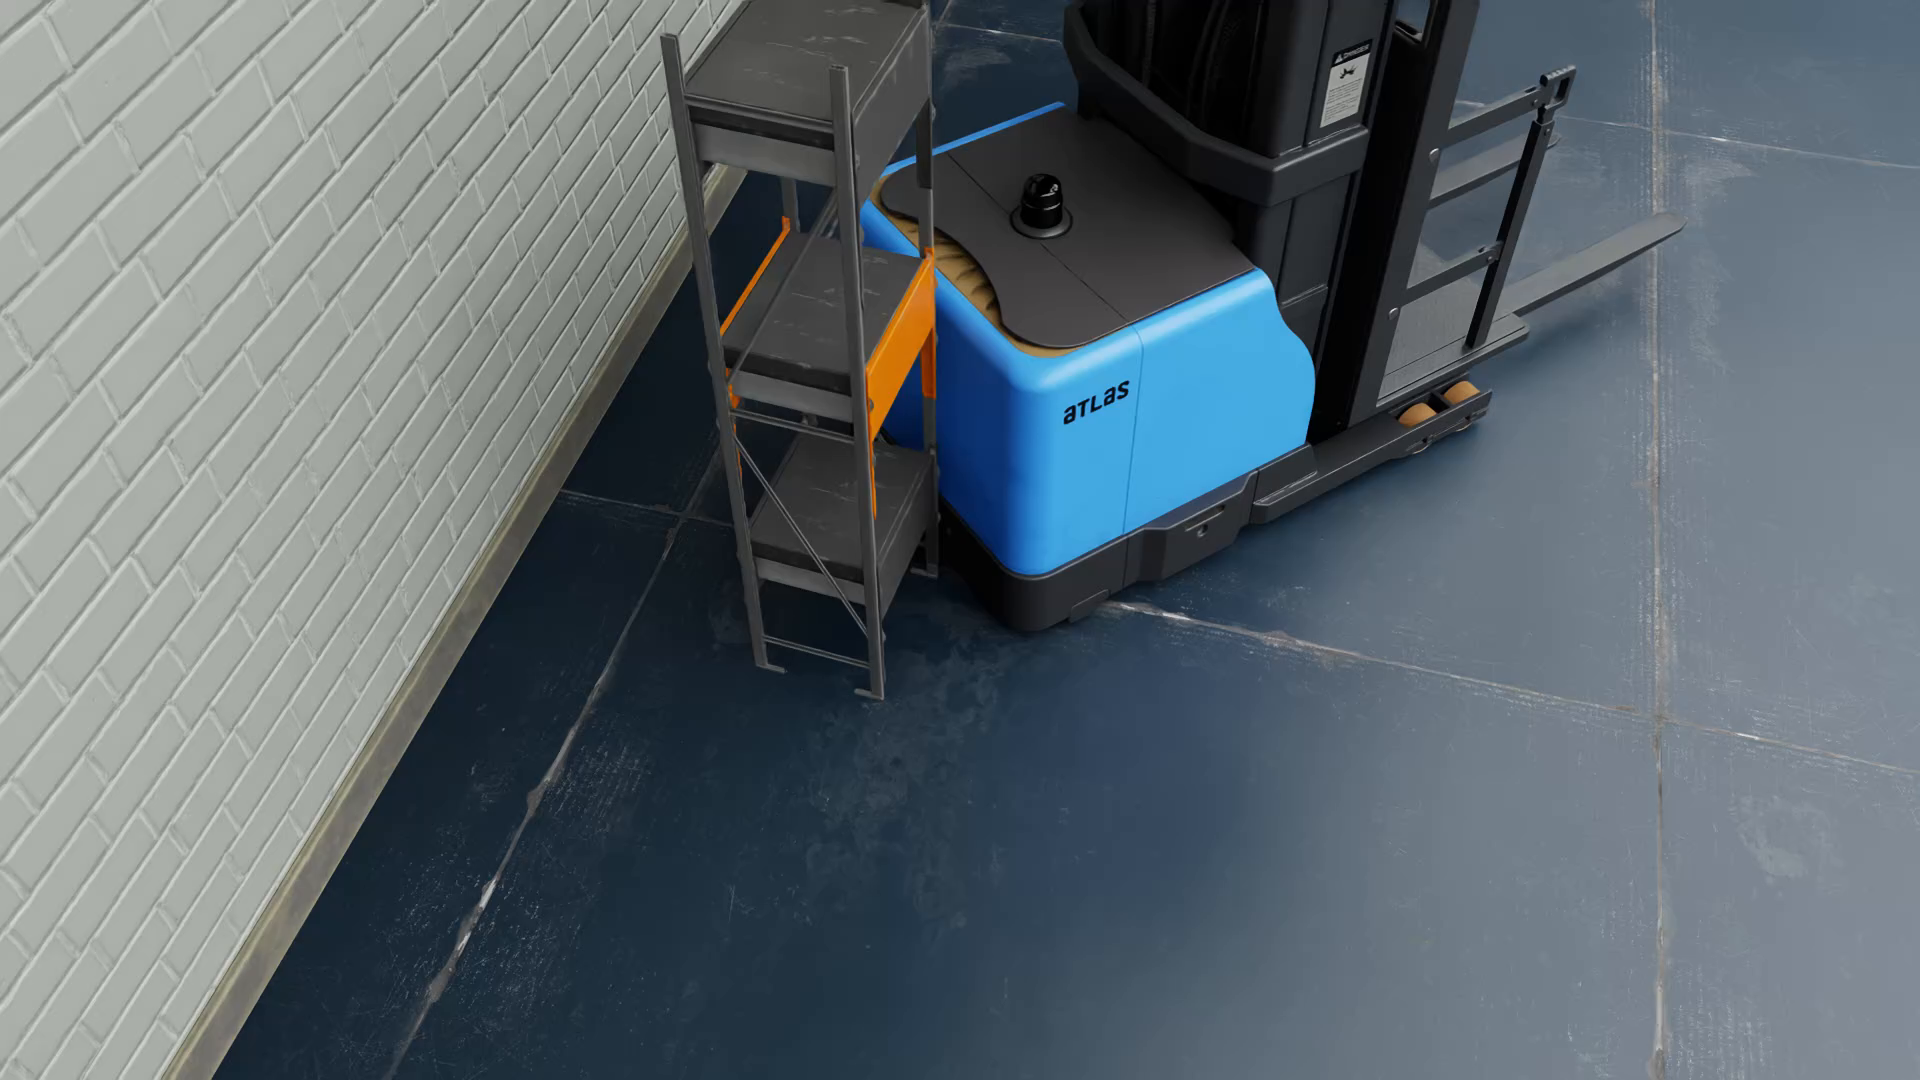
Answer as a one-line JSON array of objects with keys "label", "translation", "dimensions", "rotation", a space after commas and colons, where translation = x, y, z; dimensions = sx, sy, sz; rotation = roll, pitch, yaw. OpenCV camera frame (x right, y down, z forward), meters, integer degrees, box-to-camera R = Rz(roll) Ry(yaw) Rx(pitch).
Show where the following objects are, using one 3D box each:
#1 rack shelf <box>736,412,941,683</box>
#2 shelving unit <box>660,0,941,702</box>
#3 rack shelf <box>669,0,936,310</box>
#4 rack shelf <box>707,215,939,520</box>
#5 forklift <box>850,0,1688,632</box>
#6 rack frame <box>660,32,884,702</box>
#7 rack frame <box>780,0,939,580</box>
[{"label": "rack shelf", "translation": [-0.335, 0.021, 4.783], "dimensions": [0.431, 0.518, 0.480], "rotation": [14, 50, 12]}, {"label": "shelving unit", "translation": [-0.335, -0.451, 4.248], "dimensions": [0.431, 2.100, 0.503], "rotation": [14, 50, 12]}, {"label": "rack shelf", "translation": [-0.335, -0.905, 3.733], "dimensions": [0.431, 0.518, 0.480], "rotation": [14, 50, 12]}, {"label": "rack shelf", "translation": [-0.335, -0.442, 4.258], "dimensions": [0.431, 0.518, 0.480], "rotation": [14, 50, 12]}, {"label": "forklift", "translation": [1.160, -1.565, 4.676], "dimensions": [3.031, 2.935, 1.130], "rotation": [-26, 53, -21]}, {"label": "rack frame", "translation": [-0.412, -0.277, 4.094], "dimensions": [0.400, 2.100, 0.015], "rotation": [14, 50, 12]}, {"label": "rack frame", "translation": [-0.258, -0.625, 4.401], "dimensions": [0.400, 2.100, 0.015], "rotation": [14, 50, 12]}]
